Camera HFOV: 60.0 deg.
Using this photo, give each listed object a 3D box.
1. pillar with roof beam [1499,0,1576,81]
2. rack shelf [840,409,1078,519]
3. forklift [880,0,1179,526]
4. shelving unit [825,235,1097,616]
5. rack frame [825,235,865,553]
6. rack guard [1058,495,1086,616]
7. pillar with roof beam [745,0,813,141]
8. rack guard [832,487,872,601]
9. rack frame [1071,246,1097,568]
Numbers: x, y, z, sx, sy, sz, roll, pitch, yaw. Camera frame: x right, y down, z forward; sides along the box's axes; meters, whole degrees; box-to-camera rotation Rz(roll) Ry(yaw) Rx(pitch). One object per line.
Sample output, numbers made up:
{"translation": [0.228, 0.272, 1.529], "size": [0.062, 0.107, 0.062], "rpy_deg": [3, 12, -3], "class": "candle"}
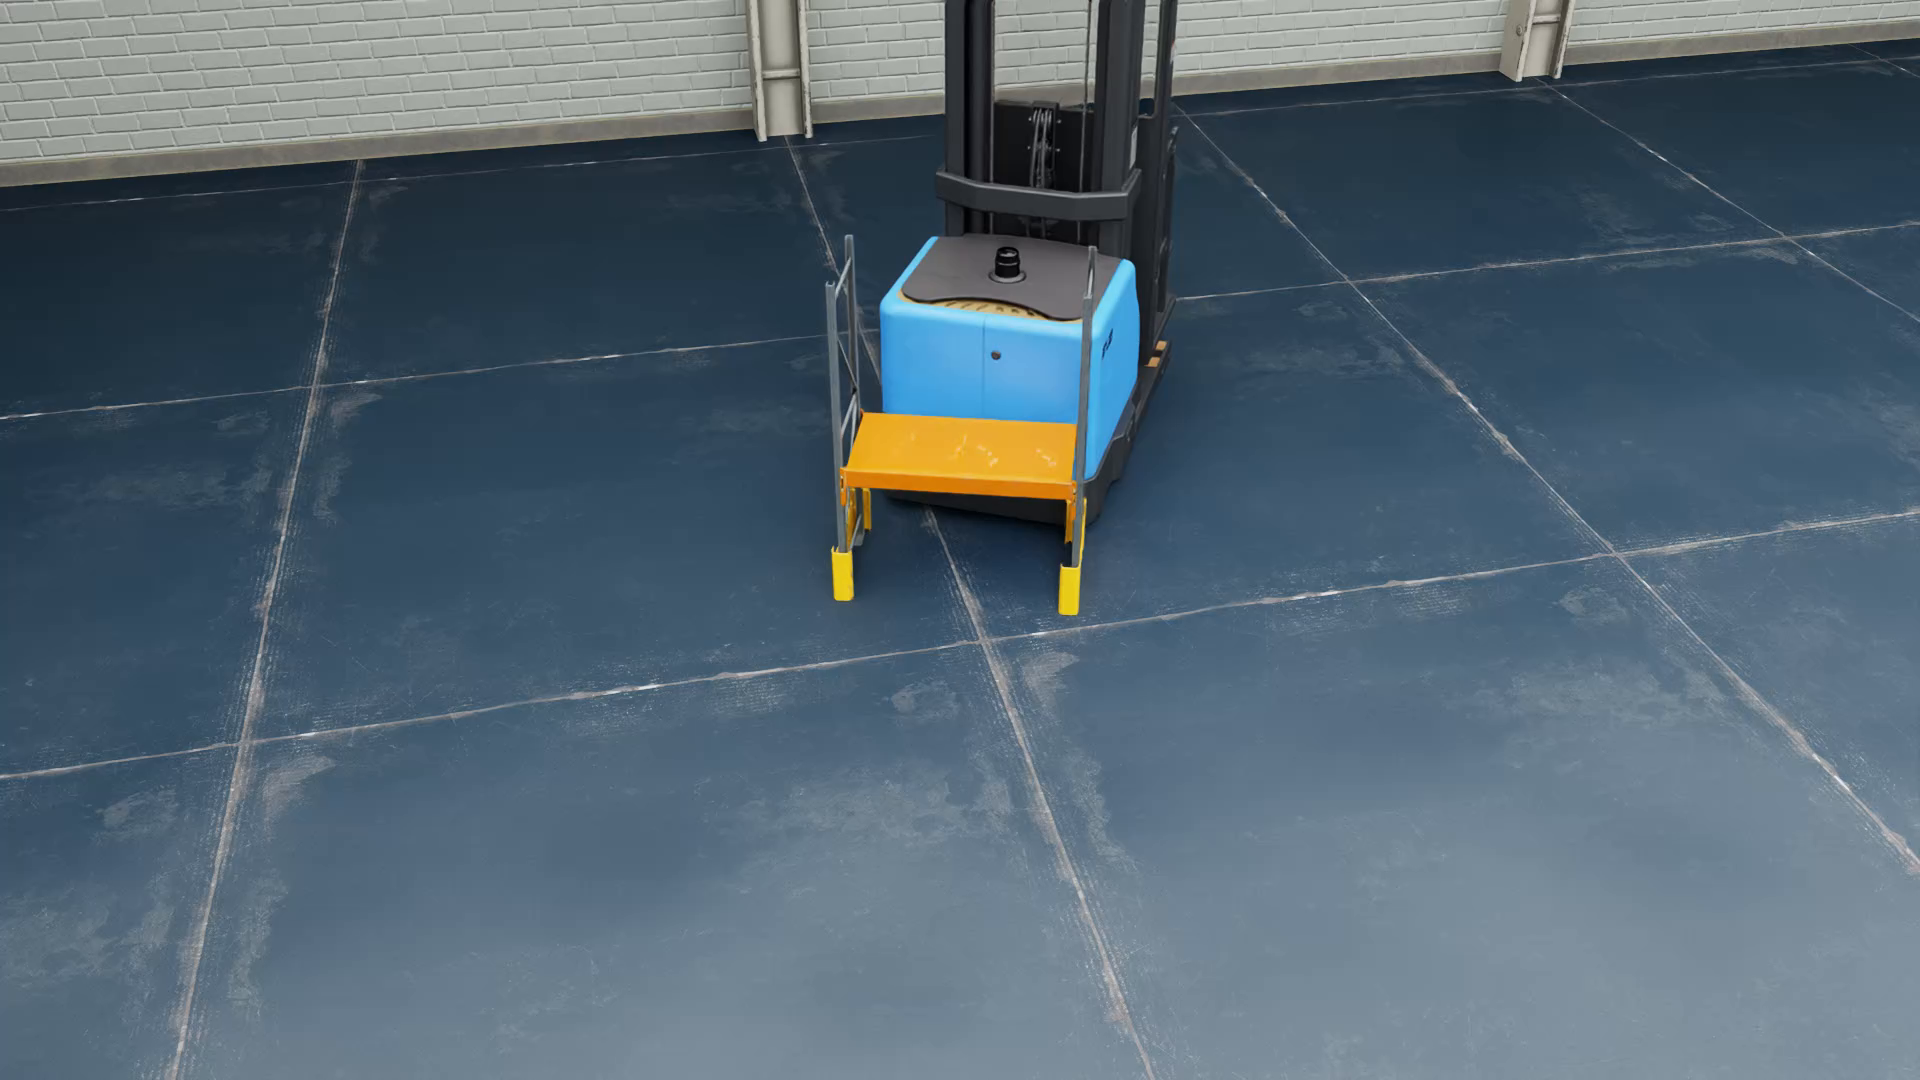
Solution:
{"translation": [5.503, -5.133, 7.323], "size": [0.400, 9.000, 9.100], "rpy_deg": [-7, 35, -11], "class": "pillar with roof beam"}
{"translation": [0.017, -0.336, 7.227], "size": [1.000, 0.185, 0.538], "rpy_deg": [4, 34, 5], "class": "rack shelf"}
{"translation": [0.533, -2.096, 8.243], "size": [1.130, 2.935, 3.031], "rpy_deg": [9, 35, 14], "class": "forklift"}
{"translation": [0.008, -0.486, 7.128], "size": [1.083, 1.500, 0.587], "rpy_deg": [4, 34, 5], "class": "shelving unit"}
{"translation": [-0.488, -0.517, 7.174], "size": [0.032, 1.500, 0.500], "rpy_deg": [4, 34, 5], "class": "rack frame"}
{"translation": [0.503, 0.064, 7.431], "size": [0.087, 0.250, 0.587], "rpy_deg": [4, 34, 5], "class": "rack guard"}
{"translation": [-0.350, -4.395, 6.224], "size": [0.400, 9.000, 9.100], "rpy_deg": [-7, 35, -11], "class": "pillar with roof beam"}
{"translation": [-0.487, 0.003, 7.522], "size": [0.087, 0.250, 0.587], "rpy_deg": [4, 34, 5], "class": "rack guard"}
{"translation": [0.522, -0.454, 7.081], "size": [0.032, 1.500, 0.500], "rpy_deg": [4, 34, 5], "class": "rack frame"}
